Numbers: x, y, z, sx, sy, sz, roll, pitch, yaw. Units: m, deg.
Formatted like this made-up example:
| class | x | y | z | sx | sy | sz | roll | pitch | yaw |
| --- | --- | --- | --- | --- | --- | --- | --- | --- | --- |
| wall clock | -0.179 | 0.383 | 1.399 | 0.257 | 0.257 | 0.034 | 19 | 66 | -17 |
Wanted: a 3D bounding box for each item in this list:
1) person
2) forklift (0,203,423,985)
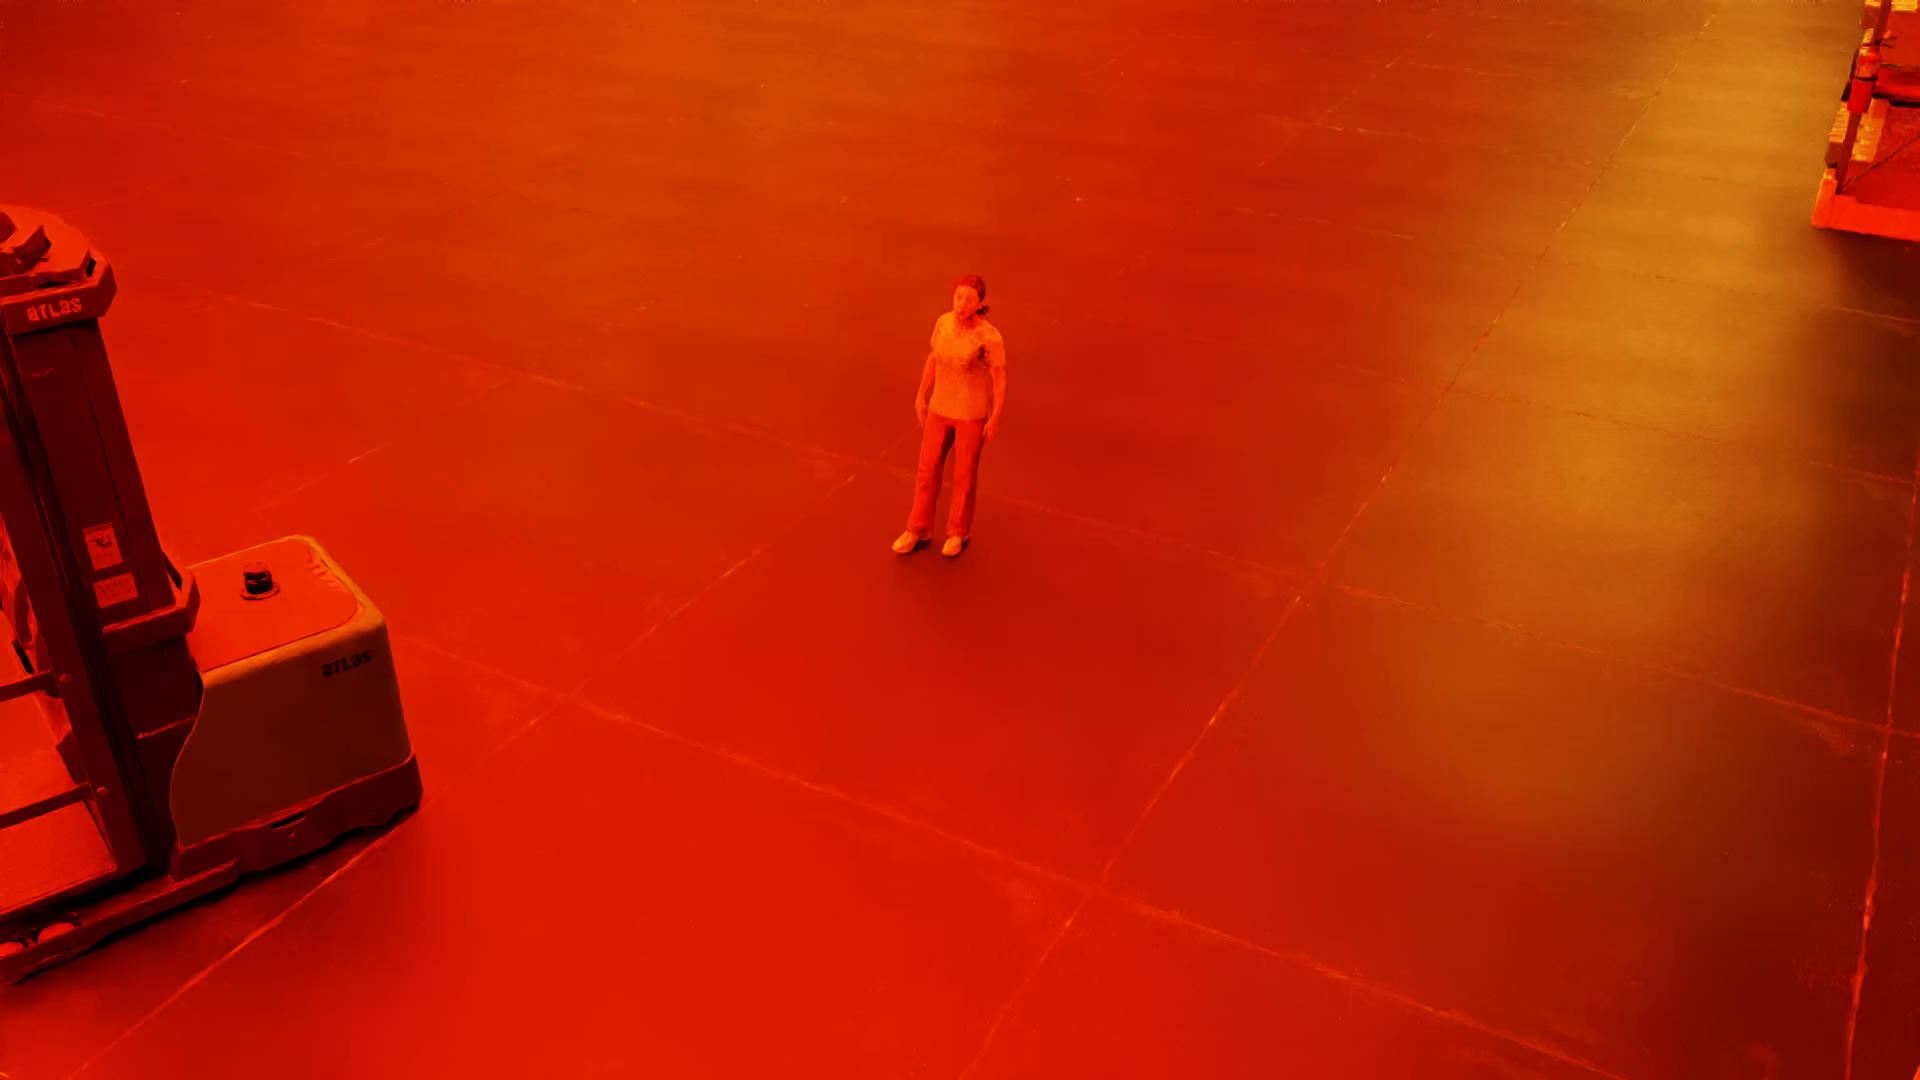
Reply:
| class | x | y | z | sx | sy | sz | roll | pitch | yaw |
| --- | --- | --- | --- | --- | --- | --- | --- | --- | --- |
| person | -0.046 | -0.702 | 9.529 | 0.554 | 1.674 | 0.548 | 15 | 33 | 25 |
| forklift | -3.993 | 0.256 | 6.628 | 3.031 | 2.935 | 1.130 | -21 | 36 | -32 |
